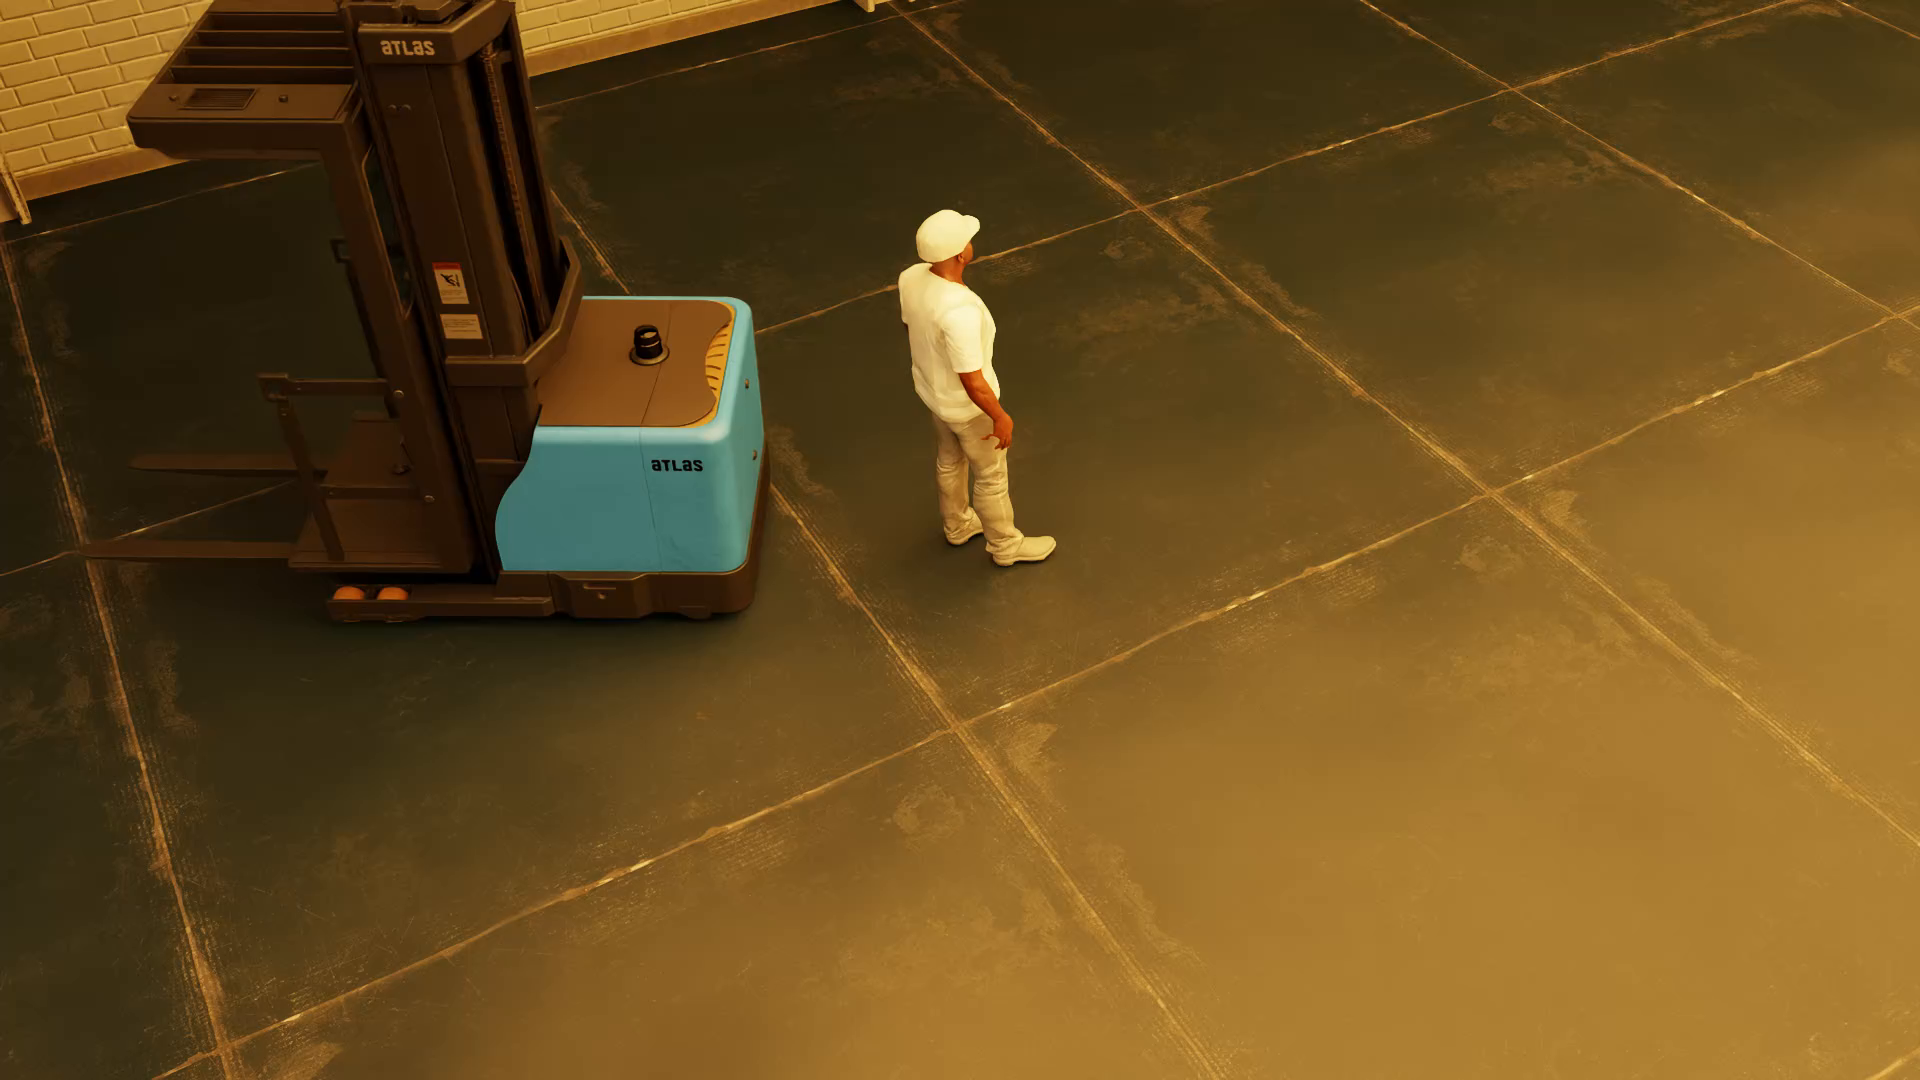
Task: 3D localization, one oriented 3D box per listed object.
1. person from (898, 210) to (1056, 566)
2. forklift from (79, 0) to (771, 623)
[{"bbox_3d":[0.063,-0.673,7.269,0.577,1.765,0.666,-21,47,-21],"label":"person"},{"bbox_3d":[-2.439,-1.064,6.845,3.031,2.935,1.130,0,43,0],"label":"forklift"}]
